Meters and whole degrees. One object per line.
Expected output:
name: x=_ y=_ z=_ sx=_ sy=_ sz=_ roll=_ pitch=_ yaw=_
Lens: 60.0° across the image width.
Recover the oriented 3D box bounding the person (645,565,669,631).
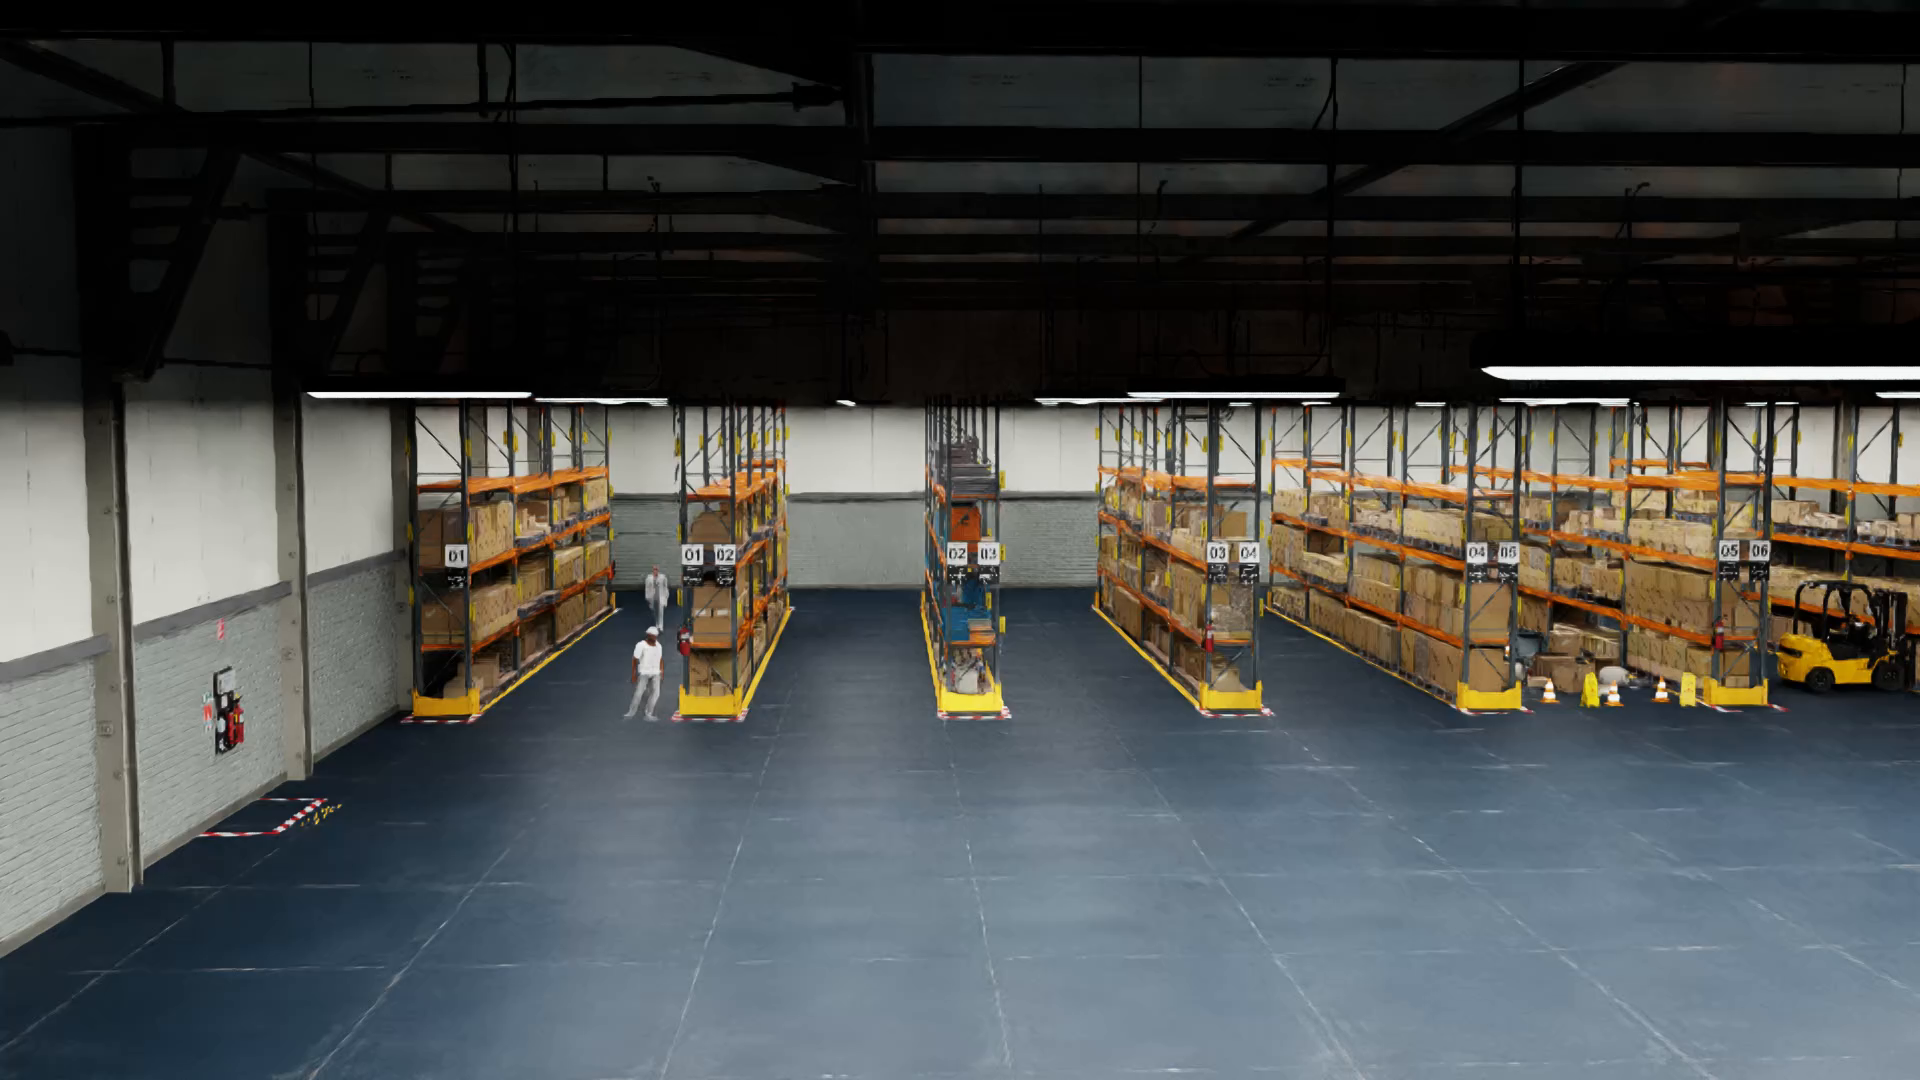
person: x=-7.807 y=1.473 z=42.784 sx=0.599 sy=1.693 sz=1.176 roll=0 pitch=5 yaw=-1

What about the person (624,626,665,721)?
person: x=-5.807 y=2.444 z=30.543 sx=0.745 sy=1.744 sz=0.528 roll=-4 pitch=6 yaw=-38

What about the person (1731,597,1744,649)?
person: x=16.656 y=2.025 z=35.743 sx=0.576 sy=1.718 sz=0.626 roll=3 pitch=5 yaw=29

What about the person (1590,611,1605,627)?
person: x=16.613 y=1.399 z=43.544 sx=0.555 sy=1.754 sz=0.623 roll=2 pitch=5 yaw=25
